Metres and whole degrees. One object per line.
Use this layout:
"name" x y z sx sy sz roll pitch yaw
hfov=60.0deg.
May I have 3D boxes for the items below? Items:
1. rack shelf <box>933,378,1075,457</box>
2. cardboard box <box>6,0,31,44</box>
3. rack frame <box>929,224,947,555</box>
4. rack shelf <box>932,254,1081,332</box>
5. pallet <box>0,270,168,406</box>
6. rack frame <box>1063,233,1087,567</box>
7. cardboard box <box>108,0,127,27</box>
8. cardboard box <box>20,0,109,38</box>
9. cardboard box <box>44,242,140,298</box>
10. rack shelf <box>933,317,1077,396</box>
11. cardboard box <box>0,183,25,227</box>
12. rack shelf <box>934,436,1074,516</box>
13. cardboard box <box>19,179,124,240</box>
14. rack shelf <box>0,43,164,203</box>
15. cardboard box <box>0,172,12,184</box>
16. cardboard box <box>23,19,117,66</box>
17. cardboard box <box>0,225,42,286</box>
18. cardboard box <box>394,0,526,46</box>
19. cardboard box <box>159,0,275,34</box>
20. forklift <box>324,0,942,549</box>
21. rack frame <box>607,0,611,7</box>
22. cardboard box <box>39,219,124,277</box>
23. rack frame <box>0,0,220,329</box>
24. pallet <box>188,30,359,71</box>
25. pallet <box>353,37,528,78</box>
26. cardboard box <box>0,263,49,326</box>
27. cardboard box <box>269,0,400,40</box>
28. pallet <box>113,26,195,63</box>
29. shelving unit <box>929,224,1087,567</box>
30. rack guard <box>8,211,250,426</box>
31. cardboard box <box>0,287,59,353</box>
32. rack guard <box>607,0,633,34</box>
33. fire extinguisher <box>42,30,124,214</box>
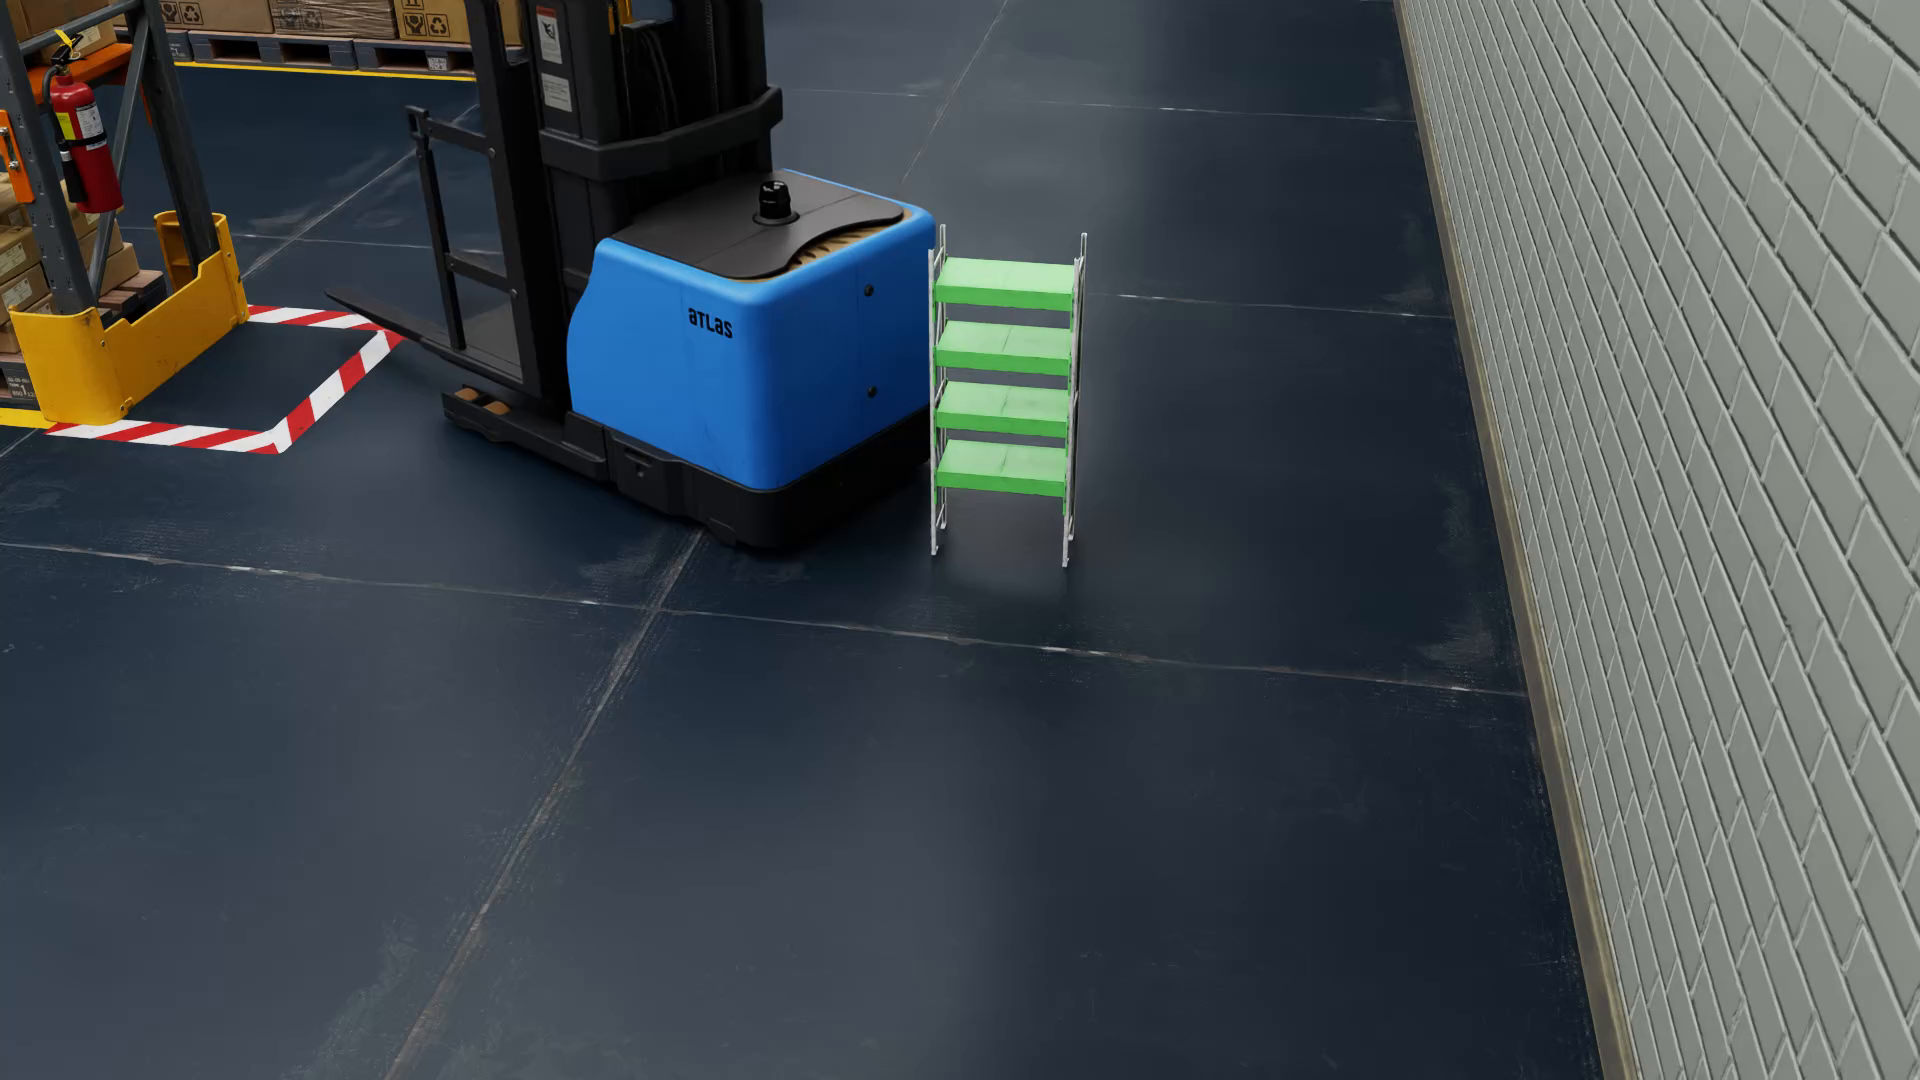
"rack shelf" 0.163 -0.440 5.942 0.480 0.148 0.258 5 32 8
"cardboard box" -4.063 -2.136 6.461 0.500 0.500 0.500 6 33 9
"rack frame" -0.077 -0.516 5.943 0.015 1.200 0.240 5 32 8
"rack shelf" 0.163 -0.847 5.687 0.480 0.148 0.258 5 32 8
"pallet" -4.446 -0.978 7.614 1.213 0.211 1.003 5 32 8
"rack frame" 0.404 -0.472 5.873 0.015 1.200 0.240 5 32 8
"cardboard box" -5.948 -4.181 11.709 0.875 0.875 0.875 5 32 8
"cardboard box" -3.973 -2.415 6.907 0.500 0.500 0.500 7 33 11
"cardboard box" -4.039 -1.246 7.705 0.250 0.149 0.380 6 33 9
"rack shelf" 0.163 -0.643 5.815 0.480 0.148 0.258 5 32 8
"cardboard box" -4.328 -1.470 7.502 0.250 0.149 0.380 6 33 9
"rack shelf" 0.163 -0.236 6.069 0.480 0.148 0.258 5 32 8
"cardboard box" -4.036 -1.509 7.563 0.250 0.149 0.380 4 32 6
"rack shelf" -5.548 -1.936 7.194 4.000 0.370 1.077 5 32 8
"cardboard box" -4.555 -1.560 7.645 0.250 0.149 0.380 5 32 8
"cardboard box" -3.841 -2.156 7.104 0.250 0.149 0.380 5 32 8
"cardboard box" -4.141 -1.199 7.069 0.250 0.149 0.380 6 32 9
"cardboard box" -3.287 -3.940 11.324 0.875 0.875 0.875 5 32 8
"cardboard box" -5.061 -4.101 11.581 0.875 0.875 0.875 5 32 8
"forklift" -1.543 -1.844 6.433 3.031 2.935 1.130 23 39 32
"rack frame" -2.643 -4.647 10.848 0.127 3.000 1.000 5 32 8
"cardboard box" -4.050 -1.339 7.573 0.250 0.149 0.380 6 33 10
"rack frame" -3.577 -2.062 6.718 0.127 3.000 1.000 5 32 8
"pallet" -4.643 -3.606 11.812 1.213 0.211 1.003 5 32 8
"pallet" -3.444 -3.496 11.636 1.213 0.211 1.003 5 32 8
"cardboard box" -4.145 -1.056 7.120 0.250 0.149 0.380 4 32 7
"cardboard box" -4.184 -4.021 11.454 0.875 0.875 0.875 5 32 8
"pallet" -5.849 -3.714 11.984 1.213 0.211 1.003 5 32 8
"shelving unit" 0.163 -0.494 5.908 0.503 1.200 0.258 5 32 8
"rack guard" -3.652 -1.010 7.392 0.348 0.500 1.175 5 32 8
"cardboard box" -4.131 -0.970 7.263 0.250 0.149 0.380 6 32 9
"rack guard" -2.619 -3.586 11.507 0.348 0.500 1.175 5 32 8
"fire extinguisher" -3.406 -1.608 6.416 0.183 0.674 0.296 5 32 8
